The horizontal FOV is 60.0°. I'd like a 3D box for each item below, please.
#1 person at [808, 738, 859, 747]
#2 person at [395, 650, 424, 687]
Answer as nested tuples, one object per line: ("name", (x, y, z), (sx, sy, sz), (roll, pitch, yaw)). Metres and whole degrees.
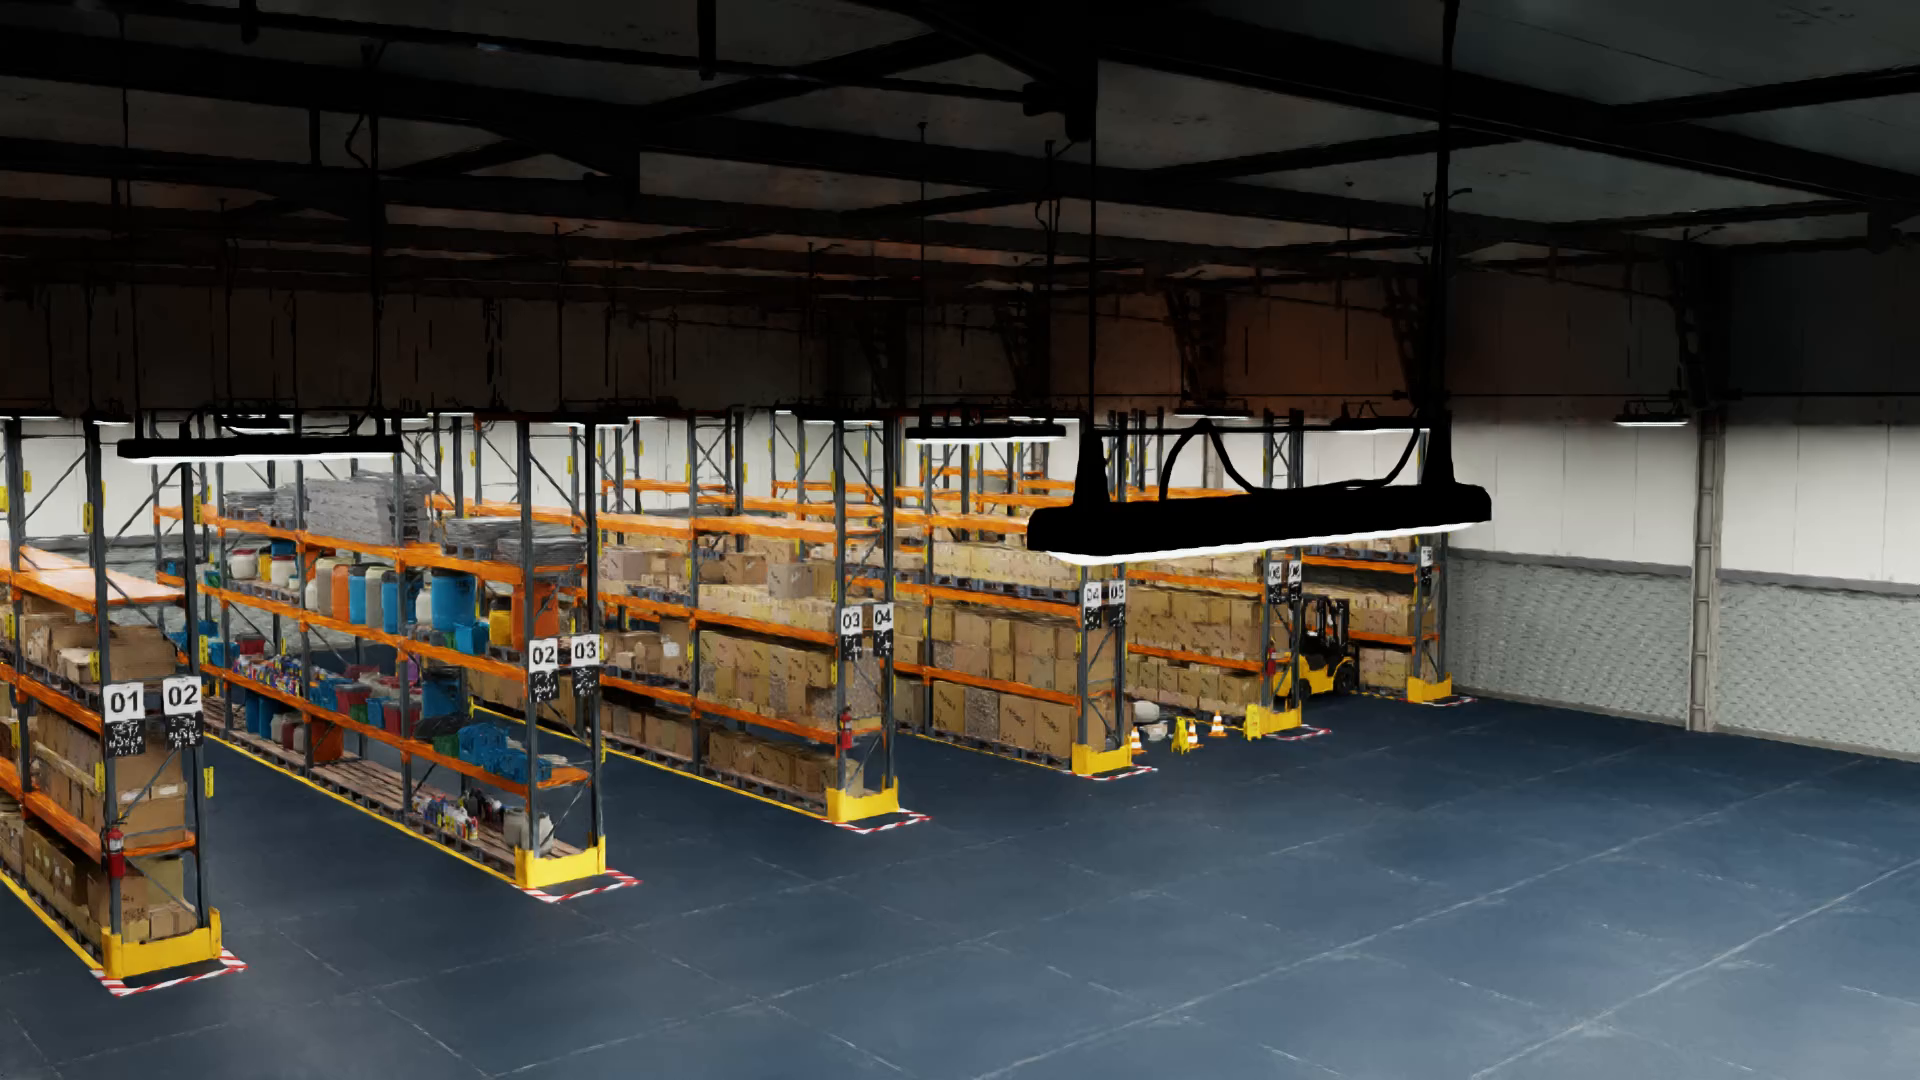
("person", (-2.302, 2.858, 29.725), (1.029, 1.715, 0.538), (4, 7, 40))
("person", (-10.755, 2.716, 32.505), (0.566, 1.541, 0.519), (-5, 7, -44))
